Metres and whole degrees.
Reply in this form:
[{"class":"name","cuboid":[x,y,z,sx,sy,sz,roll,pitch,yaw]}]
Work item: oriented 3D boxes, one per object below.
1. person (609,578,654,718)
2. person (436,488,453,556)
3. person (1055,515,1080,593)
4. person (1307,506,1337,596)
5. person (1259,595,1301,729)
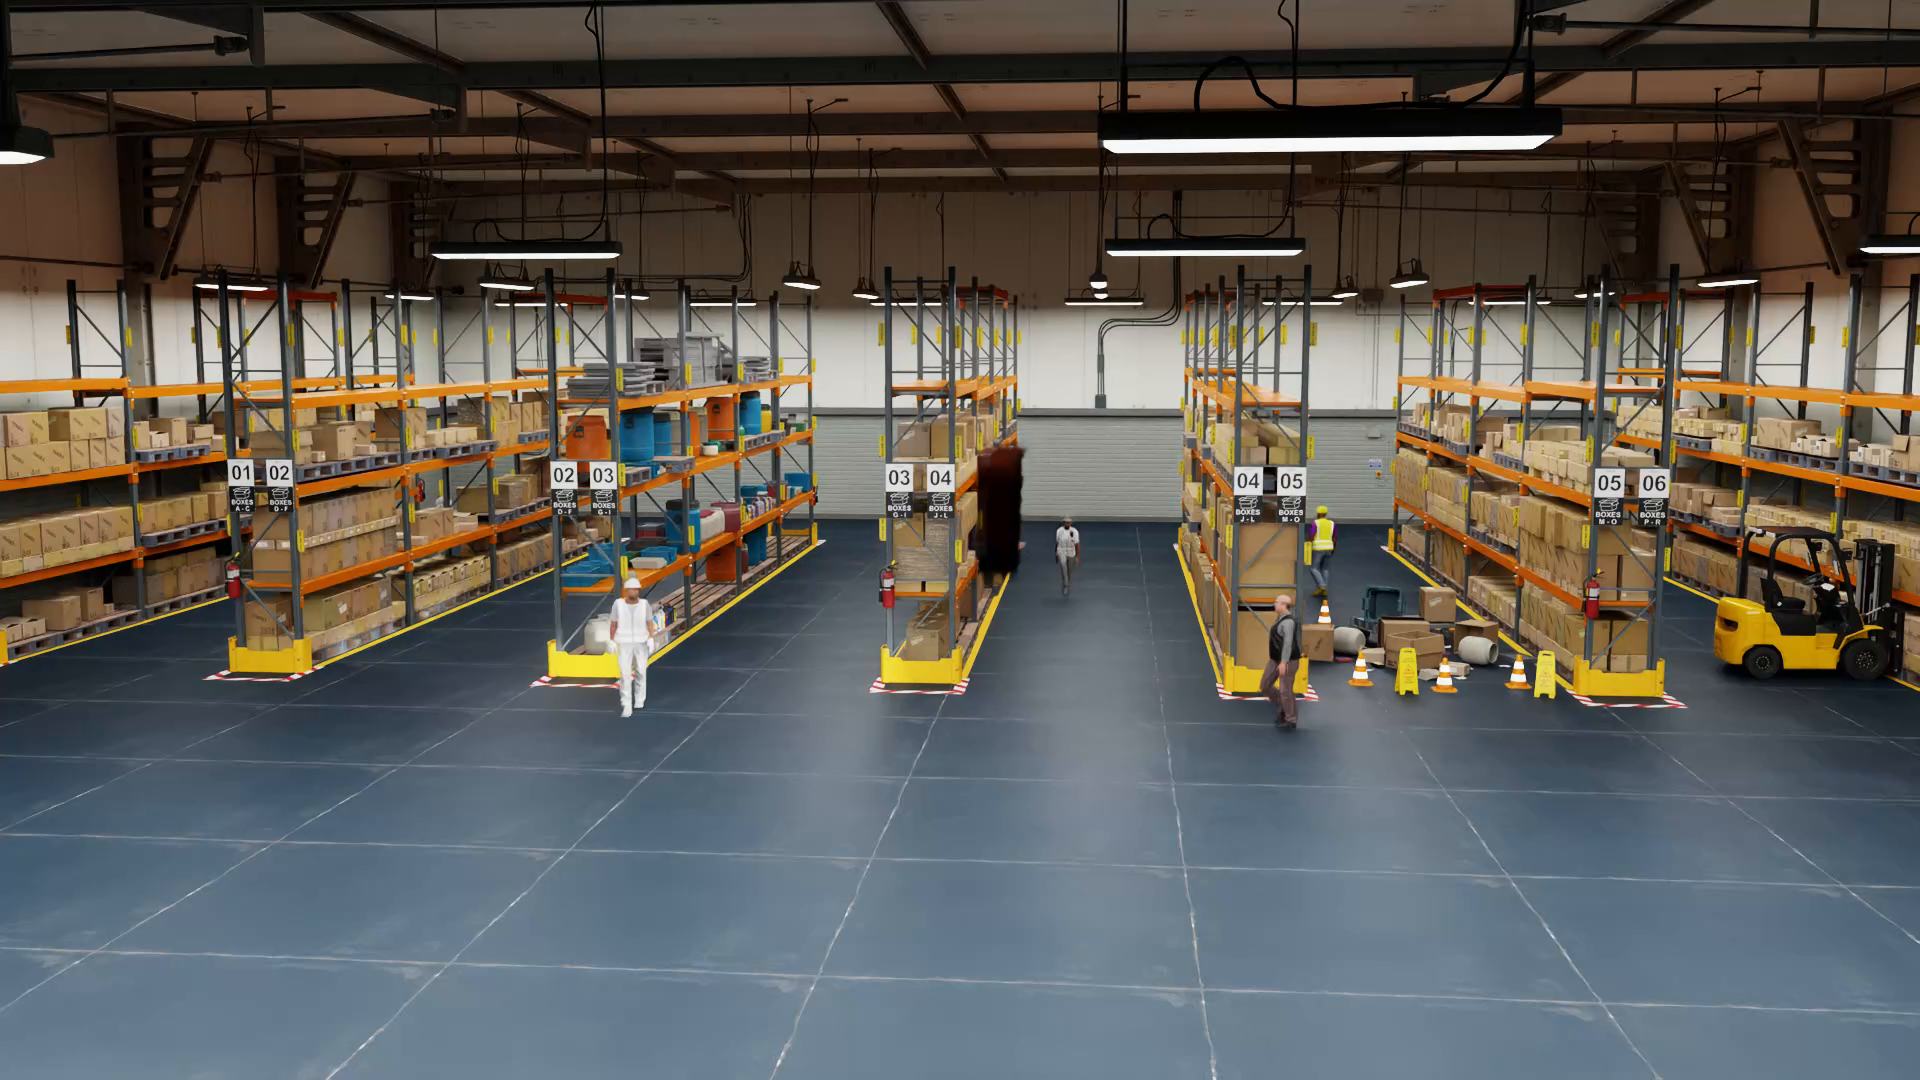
[{"class":"person","cuboid":[-4.382,1.424,22.328,0.584,1.787,0.747,-2,7,-19]},{"class":"person","cuboid":[-11.692,-0.391,37.630,0.515,1.675,0.480,6,9,39]},{"class":"person","cuboid":[2.069,0.292,31.992,0.454,1.588,1.070,-1,7,-9]},{"class":"person","cuboid":[7.072,0.215,32.421,0.651,1.741,0.650,-2,7,-19]},{"class":"person","cuboid":[4.121,1.569,21.248,0.445,1.741,0.512,-2,7,-17]}]
